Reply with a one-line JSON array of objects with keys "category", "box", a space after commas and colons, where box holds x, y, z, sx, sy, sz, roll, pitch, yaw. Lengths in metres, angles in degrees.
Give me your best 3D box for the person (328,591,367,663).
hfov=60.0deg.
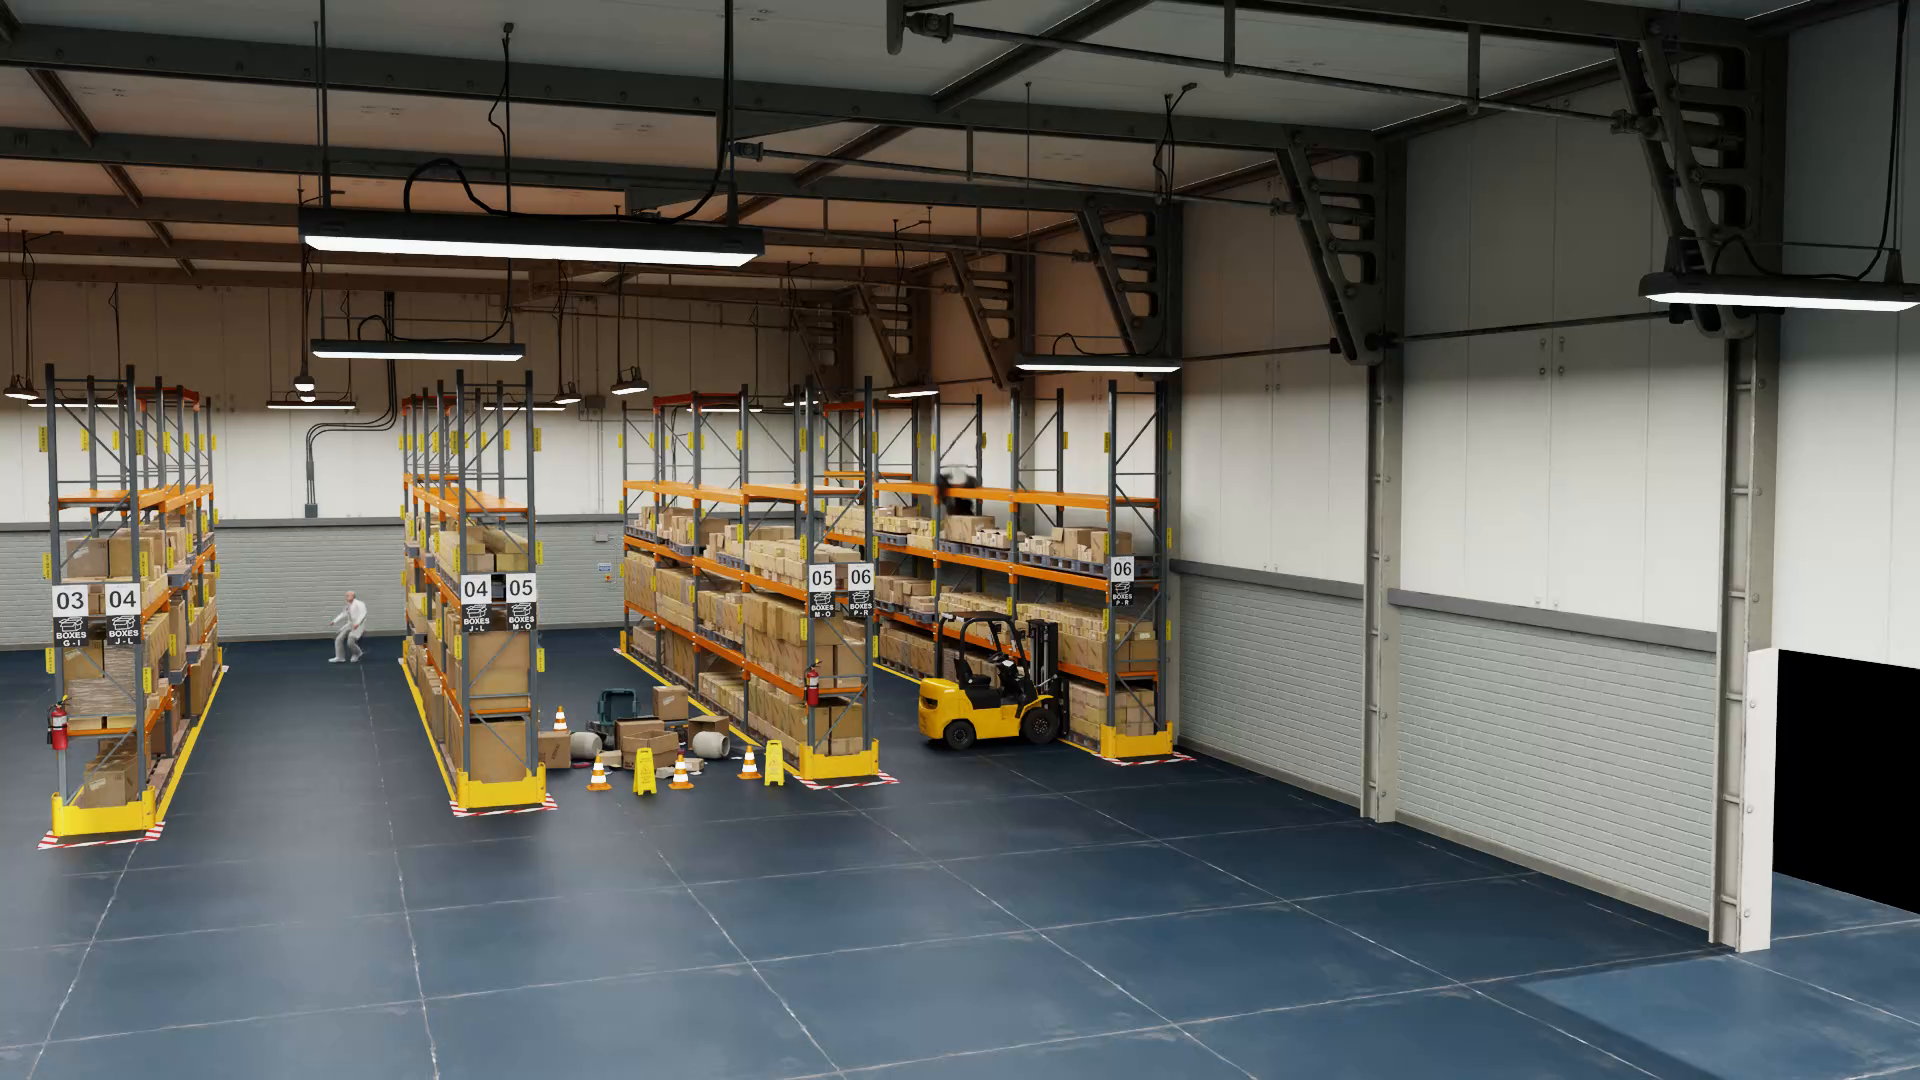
[{"category": "person", "box": [-13.877, 1.976, 37.817, 0.925, 1.658, 0.582, 2, 4, 28]}]
